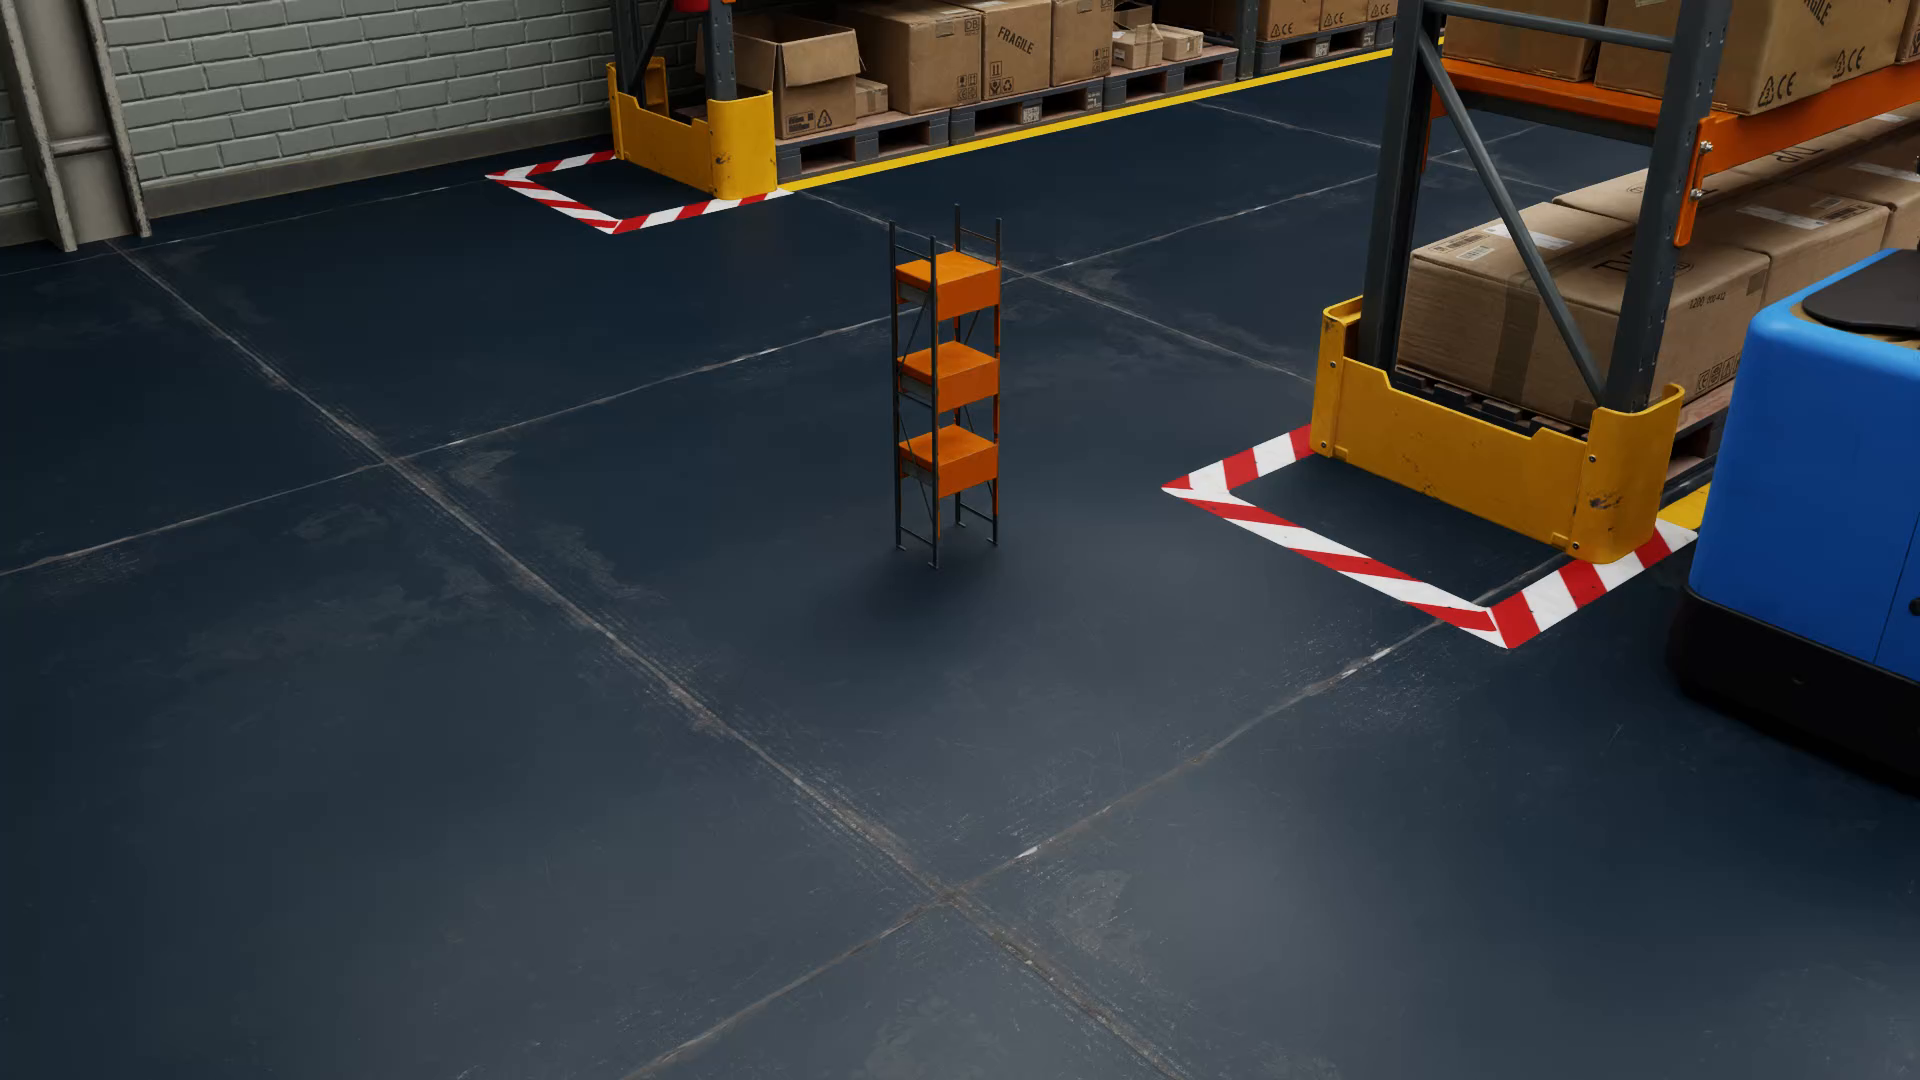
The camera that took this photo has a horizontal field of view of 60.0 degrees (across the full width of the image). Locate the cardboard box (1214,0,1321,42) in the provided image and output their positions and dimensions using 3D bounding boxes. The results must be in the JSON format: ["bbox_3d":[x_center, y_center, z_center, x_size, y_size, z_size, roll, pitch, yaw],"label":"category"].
[{"bbox_3d":[2.065,-3.656,11.116,0.500,0.500,0.500,-20,34,-33],"label":"cardboard box"}]

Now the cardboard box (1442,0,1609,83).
[{"bbox_3d":[1.927,-1.791,5.312,0.500,0.500,0.500,-22,35,-35],"label":"cardboard box"}]

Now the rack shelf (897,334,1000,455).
[{"bbox_3d":[-0.041,-0.437,4.977,0.240,0.259,0.215,-22,35,-35],"label":"rack shelf"}]

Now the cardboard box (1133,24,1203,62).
[{"bbox_3d":[1.317,-3.158,10.557,0.250,0.149,0.380,-23,36,-36],"label":"cardboard box"}]

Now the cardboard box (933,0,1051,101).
[{"bbox_3d":[0.177,-2.892,9.686,0.500,0.500,0.500,-21,35,-34],"label":"cardboard box"}]

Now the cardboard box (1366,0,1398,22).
[{"bbox_3d":[2.846,-3.974,11.710,0.500,0.500,0.500,-23,36,-36],"label":"cardboard box"}]

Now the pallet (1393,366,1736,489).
[{"bbox_3d":[2.290,-0.547,6.049,1.213,0.211,1.003,-22,35,-35],"label":"pallet"}]

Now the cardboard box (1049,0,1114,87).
[{"bbox_3d":[0.500,-3.084,10.044,0.500,0.500,0.700,-23,36,-37],"label":"cardboard box"}]

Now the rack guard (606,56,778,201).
[{"bbox_3d":[-1.434,-2.203,8.843,0.348,0.500,1.175,-22,35,-35],"label":"rack guard"}]

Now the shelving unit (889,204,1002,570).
[{"bbox_3d":[-0.041,-0.447,4.972,0.252,1.050,0.215,-22,35,-35],"label":"shelving unit"}]

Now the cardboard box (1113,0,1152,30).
[{"bbox_3d":[0.895,-3.388,10.815,0.500,0.311,0.500,-20,34,-33],"label":"cardboard box"}]

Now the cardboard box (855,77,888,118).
[{"bbox_3d":[-0.617,-2.480,9.287,0.250,0.149,0.380,-24,36,-37],"label":"cardboard box"}]

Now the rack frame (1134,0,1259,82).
[{"bbox_3d":[1.551,-4.506,10.500,0.127,3.000,1.000,-22,35,-35],"label":"rack frame"}]

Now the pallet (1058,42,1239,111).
[{"bbox_3d":[1.028,-3.067,10.765,1.213,0.211,1.003,-22,35,-35],"label":"pallet"}]

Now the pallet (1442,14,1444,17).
[{"bbox_3d":[4.001,-4.285,13.045,1.213,0.211,1.003,-22,35,-35],"label":"pallet"}]

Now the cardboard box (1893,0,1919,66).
[{"bbox_3d":[3.049,-1.906,5.528,0.500,0.500,0.500,-22,35,-35],"label":"cardboard box"}]

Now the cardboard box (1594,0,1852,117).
[{"bbox_3d":[2.284,-1.592,4.940,0.500,0.500,0.500,-22,35,-35],"label":"cardboard box"}]

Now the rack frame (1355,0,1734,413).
[{"bbox_3d":[1.732,-1.504,4.882,0.127,3.000,1.000,-22,35,-35],"label":"rack frame"}]

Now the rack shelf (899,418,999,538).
[{"bbox_3d":[-0.041,-0.192,5.108,0.240,0.259,0.215,-22,35,-35],"label":"rack shelf"}]

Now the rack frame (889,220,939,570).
[{"bbox_3d":[-0.134,-0.409,4.902,0.008,1.050,0.200,-22,35,-35],"label":"rack frame"}]

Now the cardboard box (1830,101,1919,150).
[{"bbox_3d":[4.228,-1.629,7.389,0.875,0.438,0.875,-22,35,-36],"label":"cardboard box"}]

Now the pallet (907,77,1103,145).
[{"bbox_3d":[0.099,-2.691,10.063,1.213,0.211,1.003,-22,35,-35],"label":"pallet"}]

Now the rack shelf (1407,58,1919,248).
[{"bbox_3d":[3.254,-1.799,6.196,4.000,0.370,1.077,-22,35,-35],"label":"rack shelf"}]

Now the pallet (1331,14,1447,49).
[{"bbox_3d":[3.074,-3.914,12.350,1.213,0.211,1.003,-22,35,-35],"label":"pallet"}]

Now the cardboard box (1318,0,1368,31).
[{"bbox_3d":[2.463,-3.823,11.427,0.500,0.500,0.500,-22,35,-36],"label":"cardboard box"}]

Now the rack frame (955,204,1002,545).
[{"bbox_3d":[0.052,-0.484,5.042,0.008,1.050,0.200,-22,35,-35],"label":"rack frame"}]

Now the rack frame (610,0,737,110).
[{"bbox_3d":[-1.492,-3.283,8.210,0.127,3.000,1.000,-22,35,-35],"label":"rack frame"}]

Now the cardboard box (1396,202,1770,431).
[{"bbox_3d":[2.169,-0.797,5.832,0.875,0.438,0.875,-23,36,-37],"label":"cardboard box"}]

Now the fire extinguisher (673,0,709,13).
[{"bbox_3d":[-1.304,-2.873,7.922,0.183,0.674,0.296,-22,35,-35],"label":"fire extinguisher"}]

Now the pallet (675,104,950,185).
[{"bbox_3d":[-0.829,-2.320,9.368,1.213,0.211,1.003,-22,35,-35],"label":"pallet"}]

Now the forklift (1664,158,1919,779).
[{"bbox_3d":[3.336,-1.185,4.357,3.031,2.935,1.130,-23,36,-36],"label":"forklift"}]

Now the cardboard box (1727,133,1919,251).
[{"bbox_3d":[3.547,-1.355,6.876,0.875,0.438,0.875,-23,36,-36],"label":"cardboard box"}]

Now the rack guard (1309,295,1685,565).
[{"bbox_3d":[1.714,-0.394,5.457,0.348,0.500,1.175,-22,35,-35],"label":"rack guard"}]

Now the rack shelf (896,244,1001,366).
[{"bbox_3d":[-0.041,-0.688,4.843,0.240,0.259,0.215,-22,35,-35],"label":"rack shelf"}]

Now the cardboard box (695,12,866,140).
[{"bbox_3d":[-0.965,-2.520,8.986,0.637,0.503,0.797,-24,36,-37],"label":"cardboard box"}]

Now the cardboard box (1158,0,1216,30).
[{"bbox_3d":[1.732,-3.845,11.469,0.500,0.500,0.500,-22,35,-35],"label":"cardboard box"}]

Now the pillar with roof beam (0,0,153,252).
[{"bbox_3d":[-1.334,-3.883,2.969,0.400,9.000,9.100,-22,35,-35],"label":"pillar with roof beam"}]

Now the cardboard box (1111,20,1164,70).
[{"bbox_3d":[1.046,-3.101,10.325,0.258,0.266,0.396,-20,34,-33],"label":"cardboard box"}]

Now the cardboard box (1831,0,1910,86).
[{"bbox_3d":[2.650,-1.757,5.249,0.500,0.500,0.500,-22,35,-36],"label":"cardboard box"}]

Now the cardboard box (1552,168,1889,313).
[{"bbox_3d":[2.860,-1.080,6.361,0.875,0.438,0.875,-21,34,-34],"label":"cardboard box"}]

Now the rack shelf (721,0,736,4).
[{"bbox_3d":[0.029,-3.577,9.525,4.000,0.370,1.077,-22,35,-35],"label":"rack shelf"}]

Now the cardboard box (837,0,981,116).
[{"bbox_3d":[-0.290,-2.766,9.450,0.500,0.500,0.700,-20,34,-33],"label":"cardboard box"}]

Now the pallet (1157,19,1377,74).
[{"bbox_3d":[2.145,-3.539,11.648,1.213,0.211,1.003,-22,35,-35],"label":"pallet"}]
